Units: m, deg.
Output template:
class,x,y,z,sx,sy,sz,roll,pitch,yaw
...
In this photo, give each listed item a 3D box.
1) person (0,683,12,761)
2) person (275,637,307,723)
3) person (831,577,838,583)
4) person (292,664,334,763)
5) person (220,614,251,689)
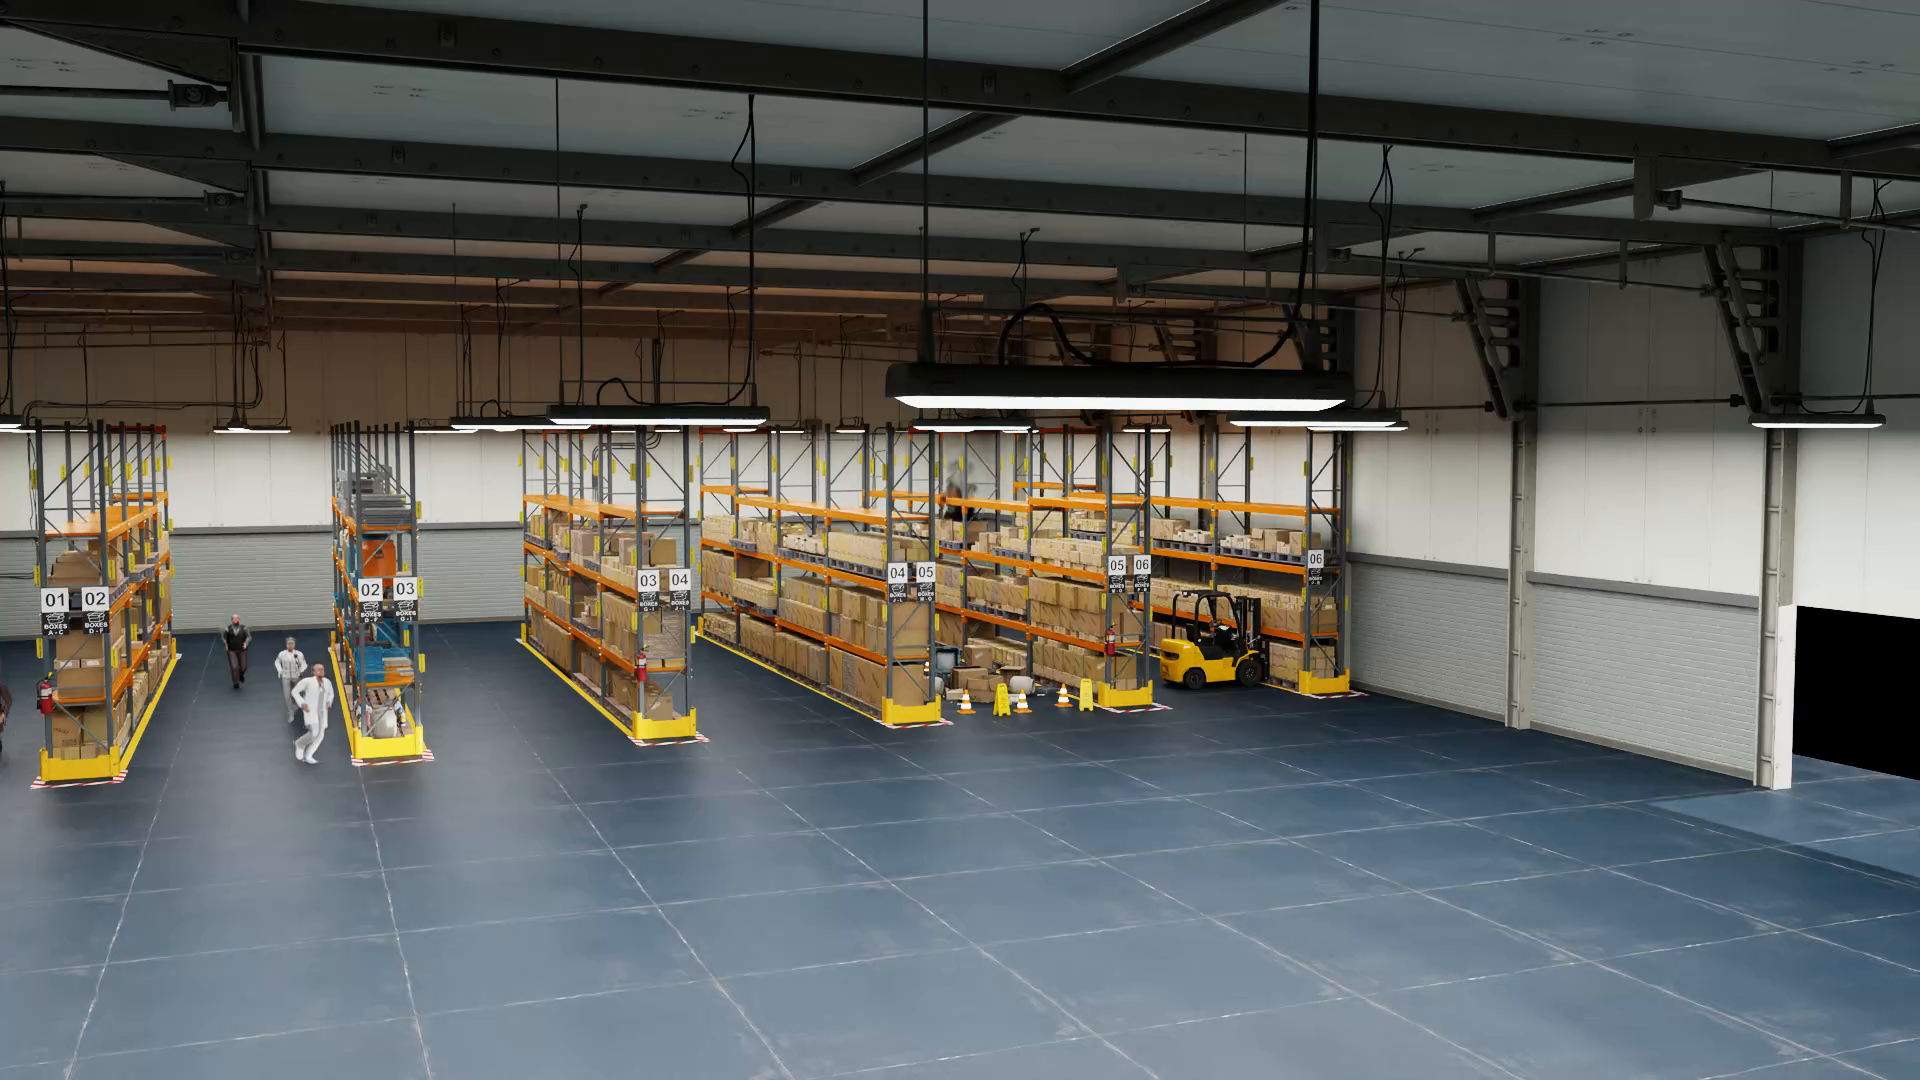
class,x,y,z,sx,sy,sz,roll,pitch,yaw
person,-16.688,3.066,28.545,0.731,1.723,0.658,-1,4,-20
person,-13.515,2.798,33.595,0.618,1.691,0.842,-1,4,-19
person,-3.861,1.735,50.938,0.757,1.672,0.617,-1,4,-18
person,-11.305,3.037,29.196,0.583,1.719,0.719,3,4,36
person,-16.461,2.523,37.816,0.660,1.674,0.626,-2,4,-27
